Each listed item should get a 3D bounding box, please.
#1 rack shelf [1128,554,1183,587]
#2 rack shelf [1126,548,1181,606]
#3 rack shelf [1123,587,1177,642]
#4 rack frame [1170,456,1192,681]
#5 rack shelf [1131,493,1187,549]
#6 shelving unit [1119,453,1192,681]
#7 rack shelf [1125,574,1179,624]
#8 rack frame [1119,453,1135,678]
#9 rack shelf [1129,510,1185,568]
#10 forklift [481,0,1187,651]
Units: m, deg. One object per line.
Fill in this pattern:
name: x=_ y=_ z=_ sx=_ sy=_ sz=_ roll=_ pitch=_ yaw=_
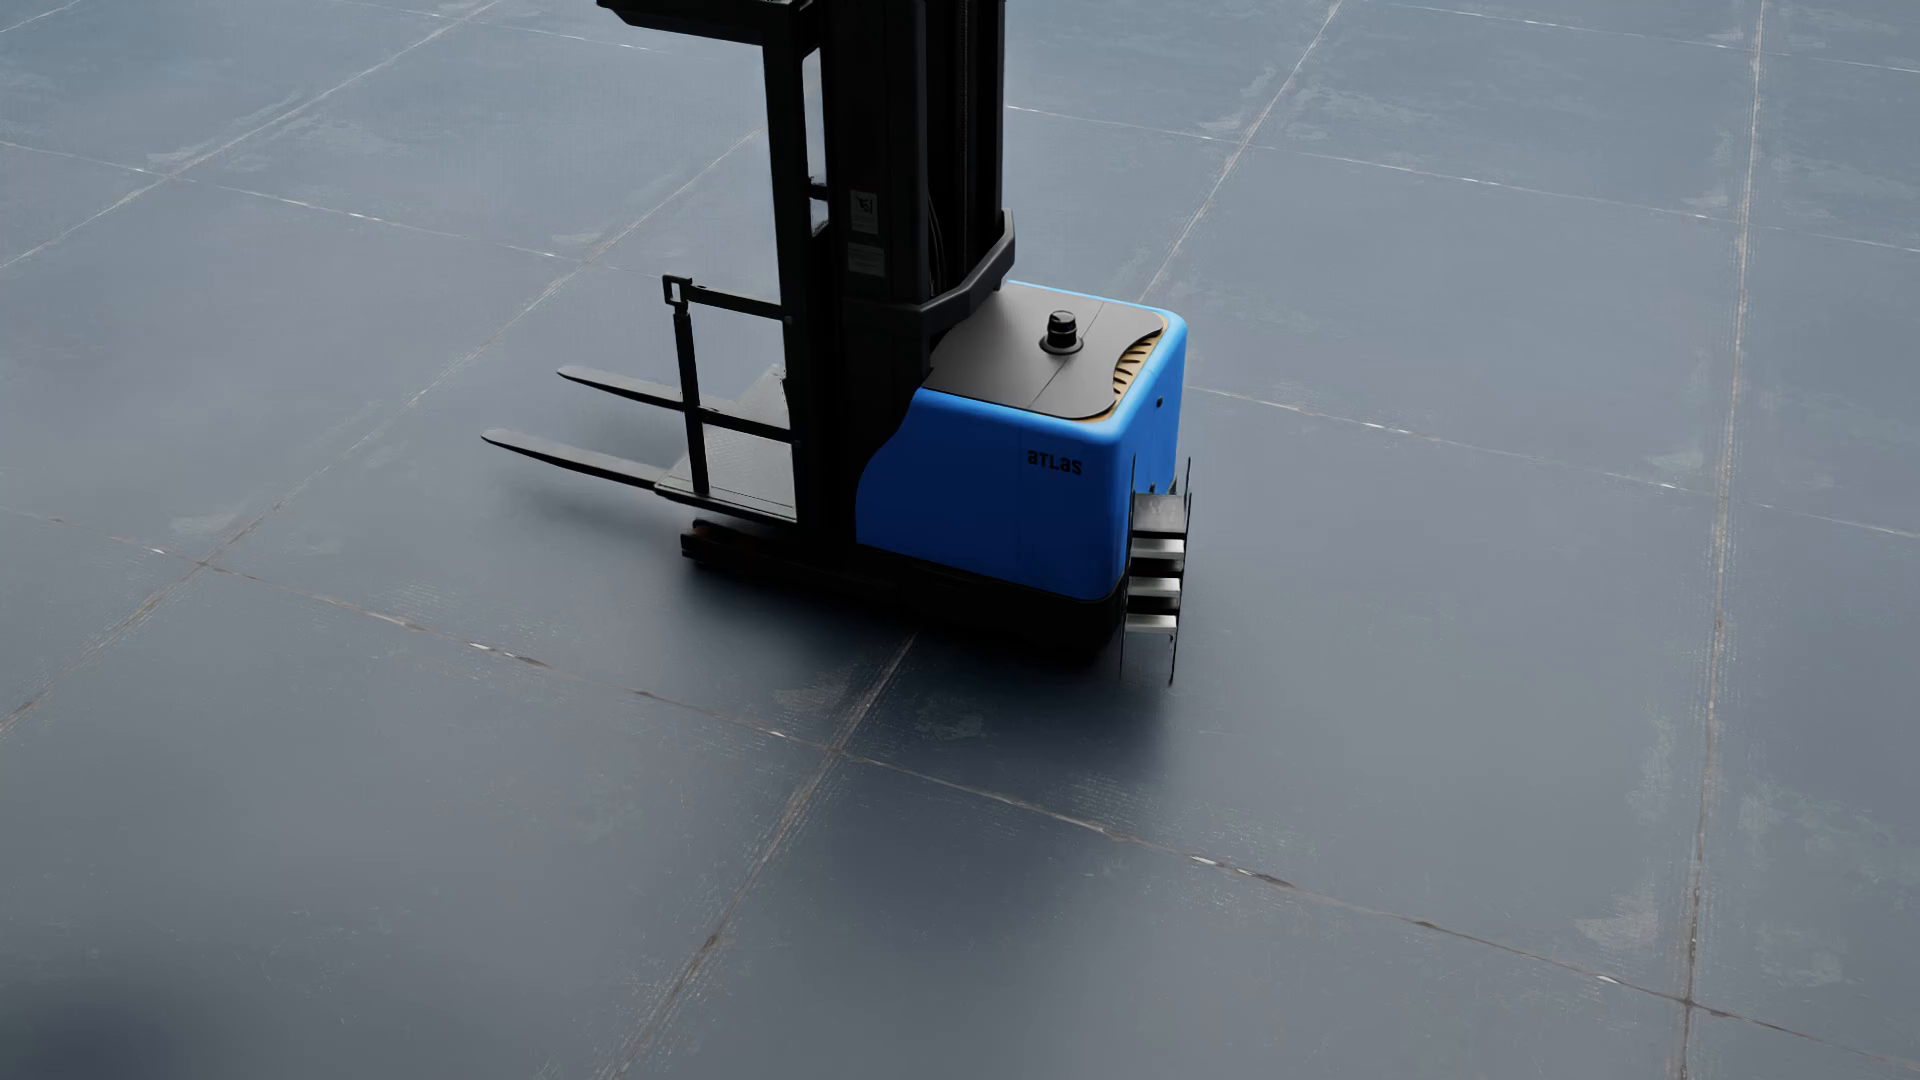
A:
rack shelf: x=0.740 y=0.068 z=6.312 sx=0.200 sy=0.077 sz=0.258 roll=3 pitch=37 yaw=4
rack shelf: x=0.740 y=0.140 z=6.366 sx=0.200 sy=0.077 sz=0.258 roll=3 pitch=37 yaw=4
rack shelf: x=0.740 y=0.285 z=6.474 sx=0.200 sy=0.077 sz=0.258 roll=3 pitch=37 yaw=4
rack frame: x=0.841 y=0.119 z=6.339 sx=0.006 sy=0.900 sz=0.240 roll=3 pitch=37 yaw=4
rack shelf: x=0.740 y=-0.076 z=6.205 sx=0.200 sy=0.077 sz=0.258 roll=3 pitch=37 yaw=4
shelving unit: x=0.740 y=0.114 z=6.346 sx=0.210 sy=0.900 sz=0.258 roll=3 pitch=37 yaw=4
rack shelf: x=0.740 y=0.212 z=6.420 sx=0.200 sy=0.077 sz=0.258 roll=3 pitch=37 yaw=4
rack frame: x=0.639 y=0.108 z=6.353 sx=0.006 sy=0.900 sz=0.240 roll=3 pitch=37 yaw=4
rack shelf: x=0.740 y=-0.004 z=6.258 sx=0.200 sy=0.077 sz=0.258 roll=3 pitch=37 yaw=4
forklift: x=-0.640 y=-1.300 z=6.541 sx=3.031 sy=2.935 sz=1.130 roll=14 pitch=39 yaw=18
